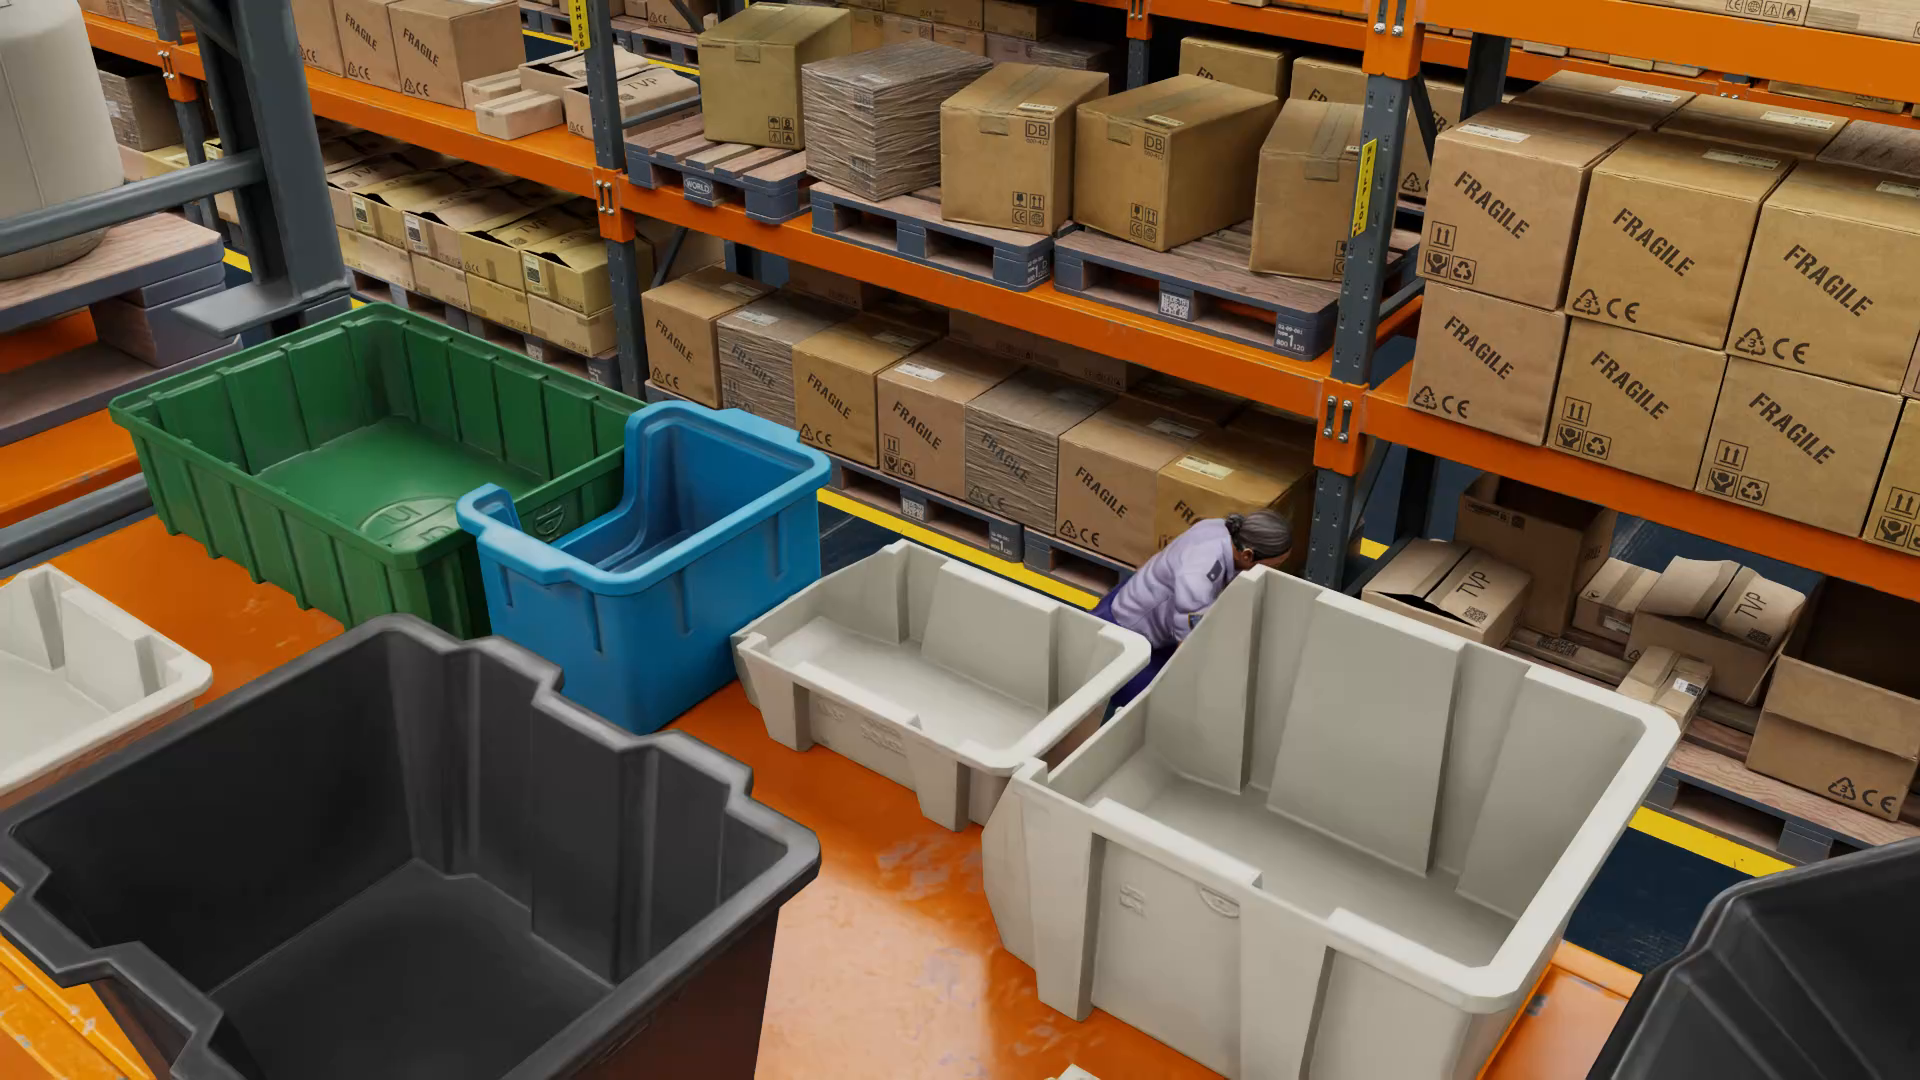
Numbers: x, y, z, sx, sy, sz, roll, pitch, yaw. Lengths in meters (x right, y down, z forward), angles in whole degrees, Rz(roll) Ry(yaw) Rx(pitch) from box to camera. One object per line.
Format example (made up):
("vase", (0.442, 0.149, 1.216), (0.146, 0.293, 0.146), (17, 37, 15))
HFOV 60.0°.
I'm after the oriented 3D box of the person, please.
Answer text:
("person", (0.777, 0.397, 5.850), (0.704, 1.284, 0.537), (16, 35, 25))
